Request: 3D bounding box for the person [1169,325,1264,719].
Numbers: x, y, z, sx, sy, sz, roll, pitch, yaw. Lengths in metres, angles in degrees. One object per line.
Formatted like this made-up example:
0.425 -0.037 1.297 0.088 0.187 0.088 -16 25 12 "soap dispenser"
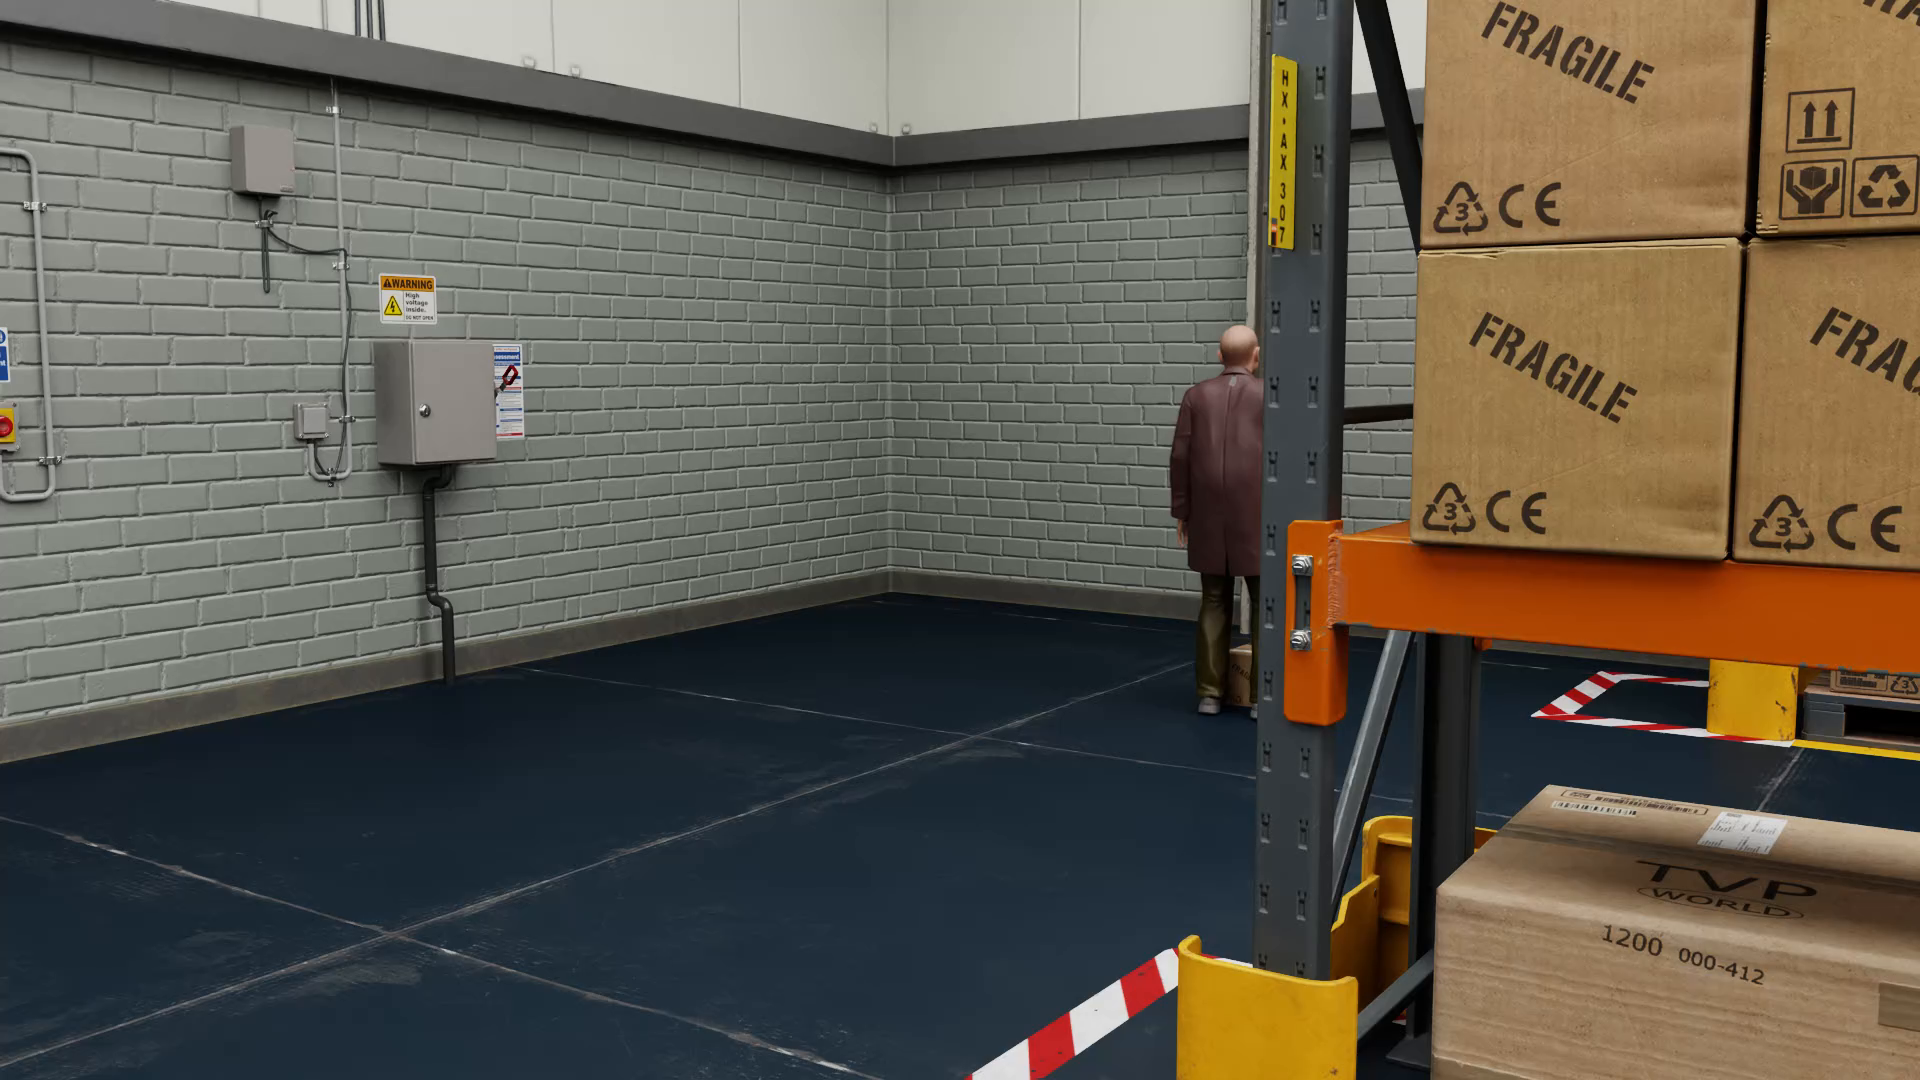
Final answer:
1.266 -0.089 7.590 0.652 1.773 0.426 4 7 30 "person"
